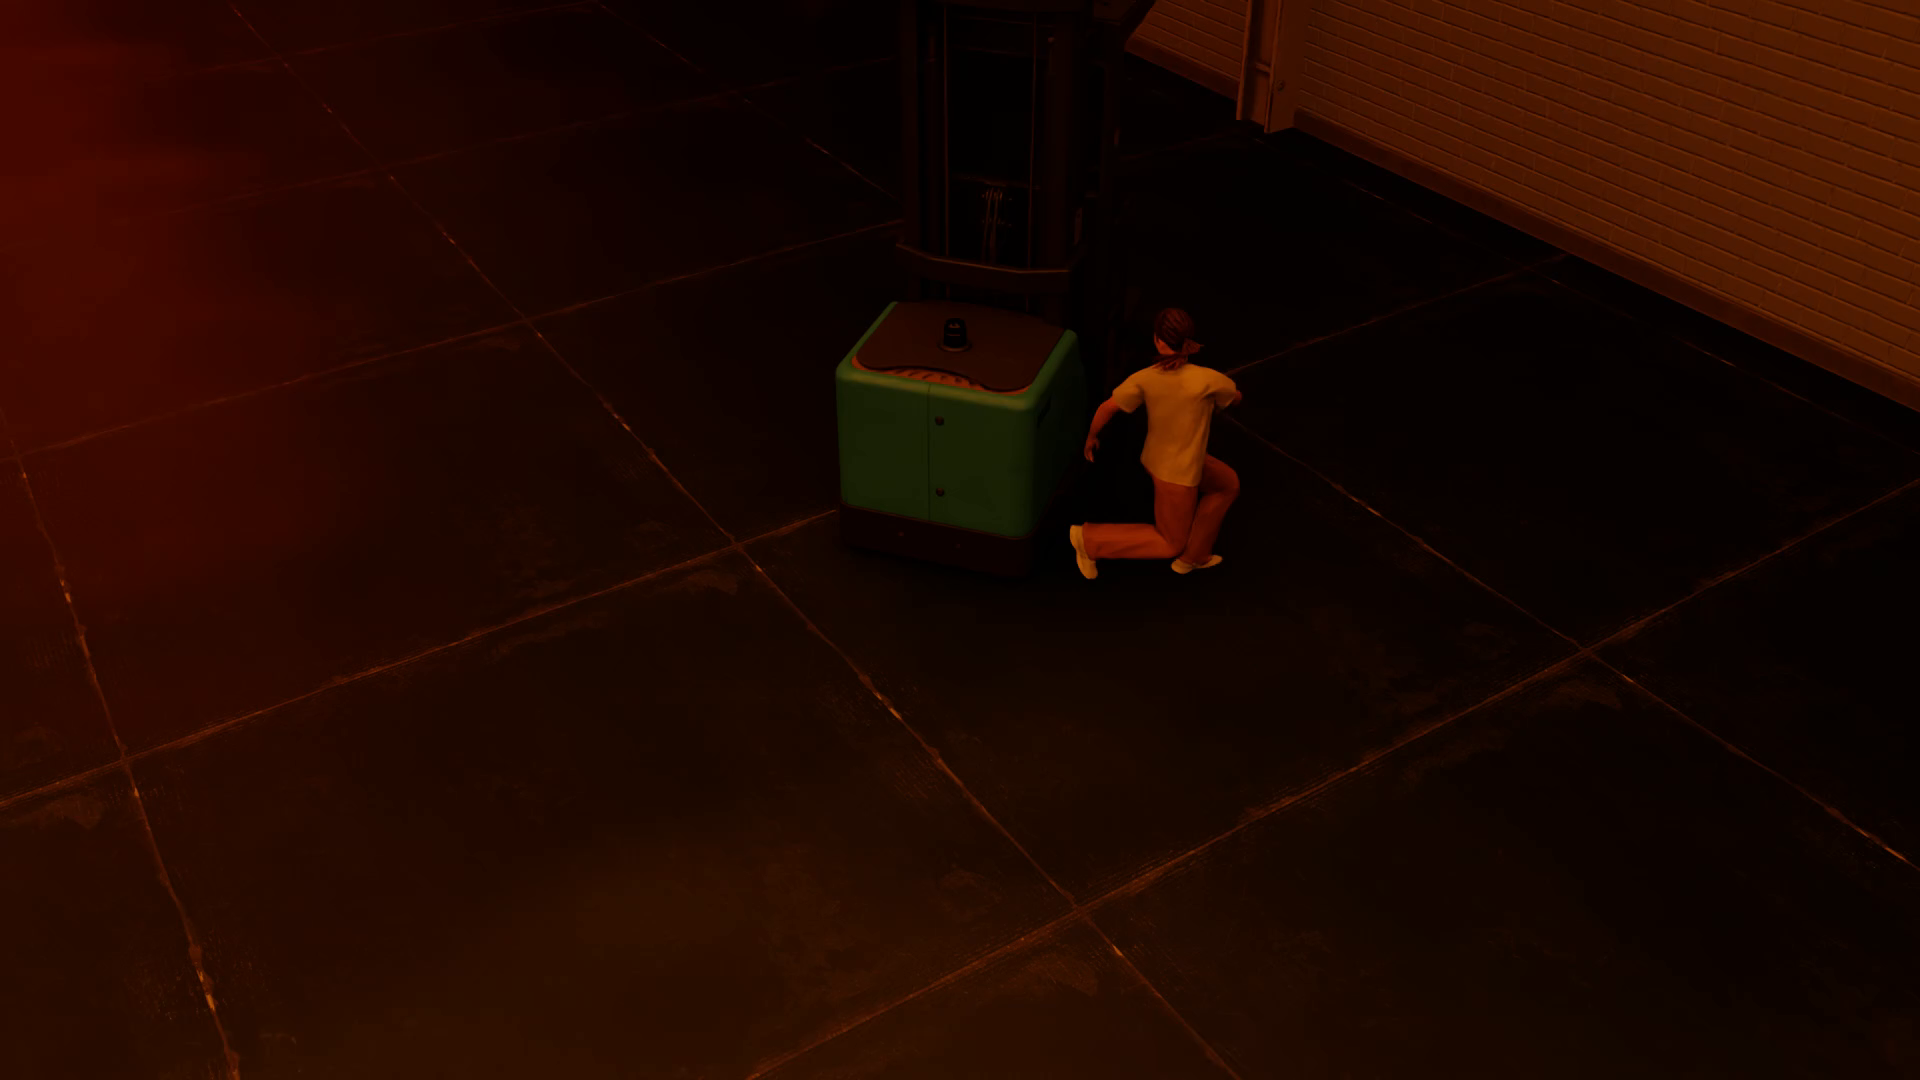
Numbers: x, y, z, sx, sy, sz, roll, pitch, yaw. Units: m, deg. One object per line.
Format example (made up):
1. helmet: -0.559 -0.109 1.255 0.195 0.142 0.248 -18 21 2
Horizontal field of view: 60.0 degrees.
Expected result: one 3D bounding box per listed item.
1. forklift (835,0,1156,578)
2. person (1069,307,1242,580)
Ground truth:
1. forklift: 0.345 -1.855 8.787 1.130 2.935 3.031 11 37 16
2. person: 0.964 -0.435 8.110 0.867 1.453 0.564 -14 37 -19
